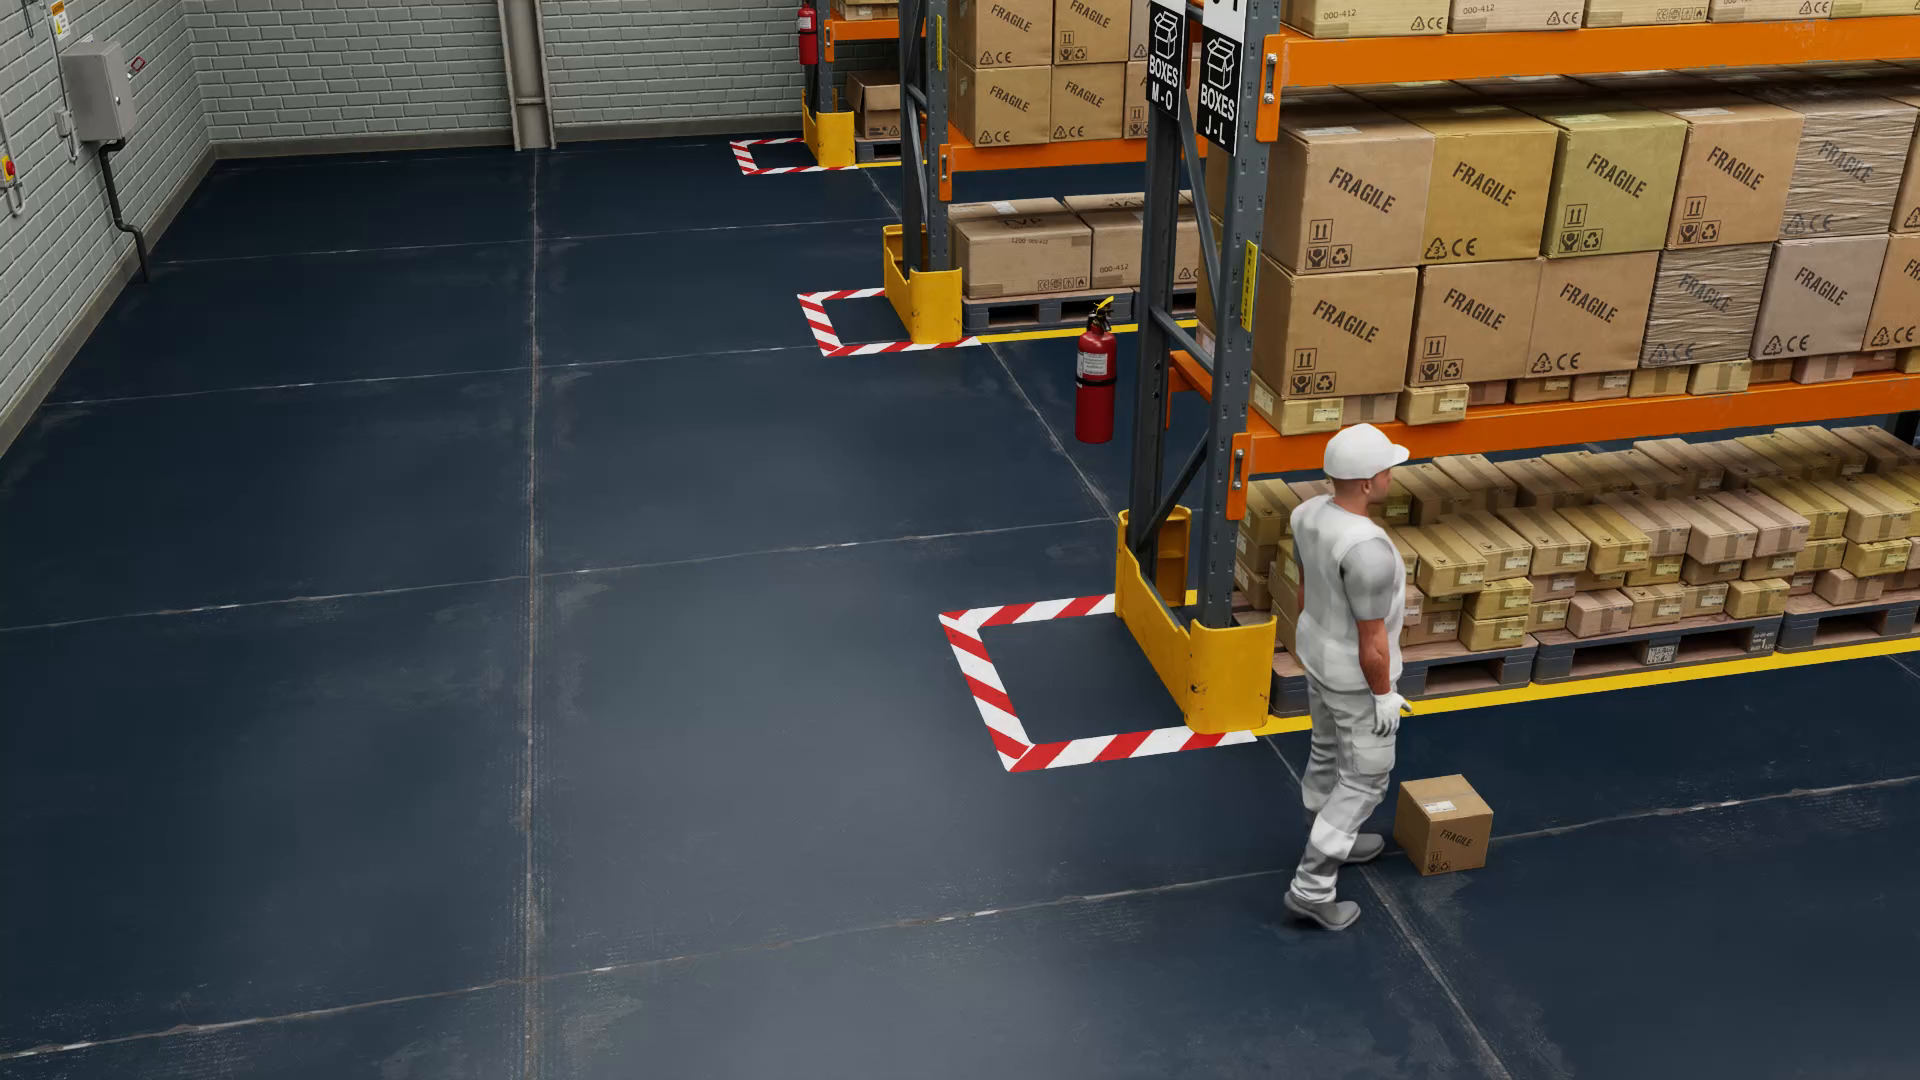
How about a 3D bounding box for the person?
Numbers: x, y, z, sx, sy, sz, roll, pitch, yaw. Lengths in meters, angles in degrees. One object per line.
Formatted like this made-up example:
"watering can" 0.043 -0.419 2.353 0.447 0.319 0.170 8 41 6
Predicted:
"person" 1.346 0.438 5.712 0.543 1.807 0.589 -7 27 -13
